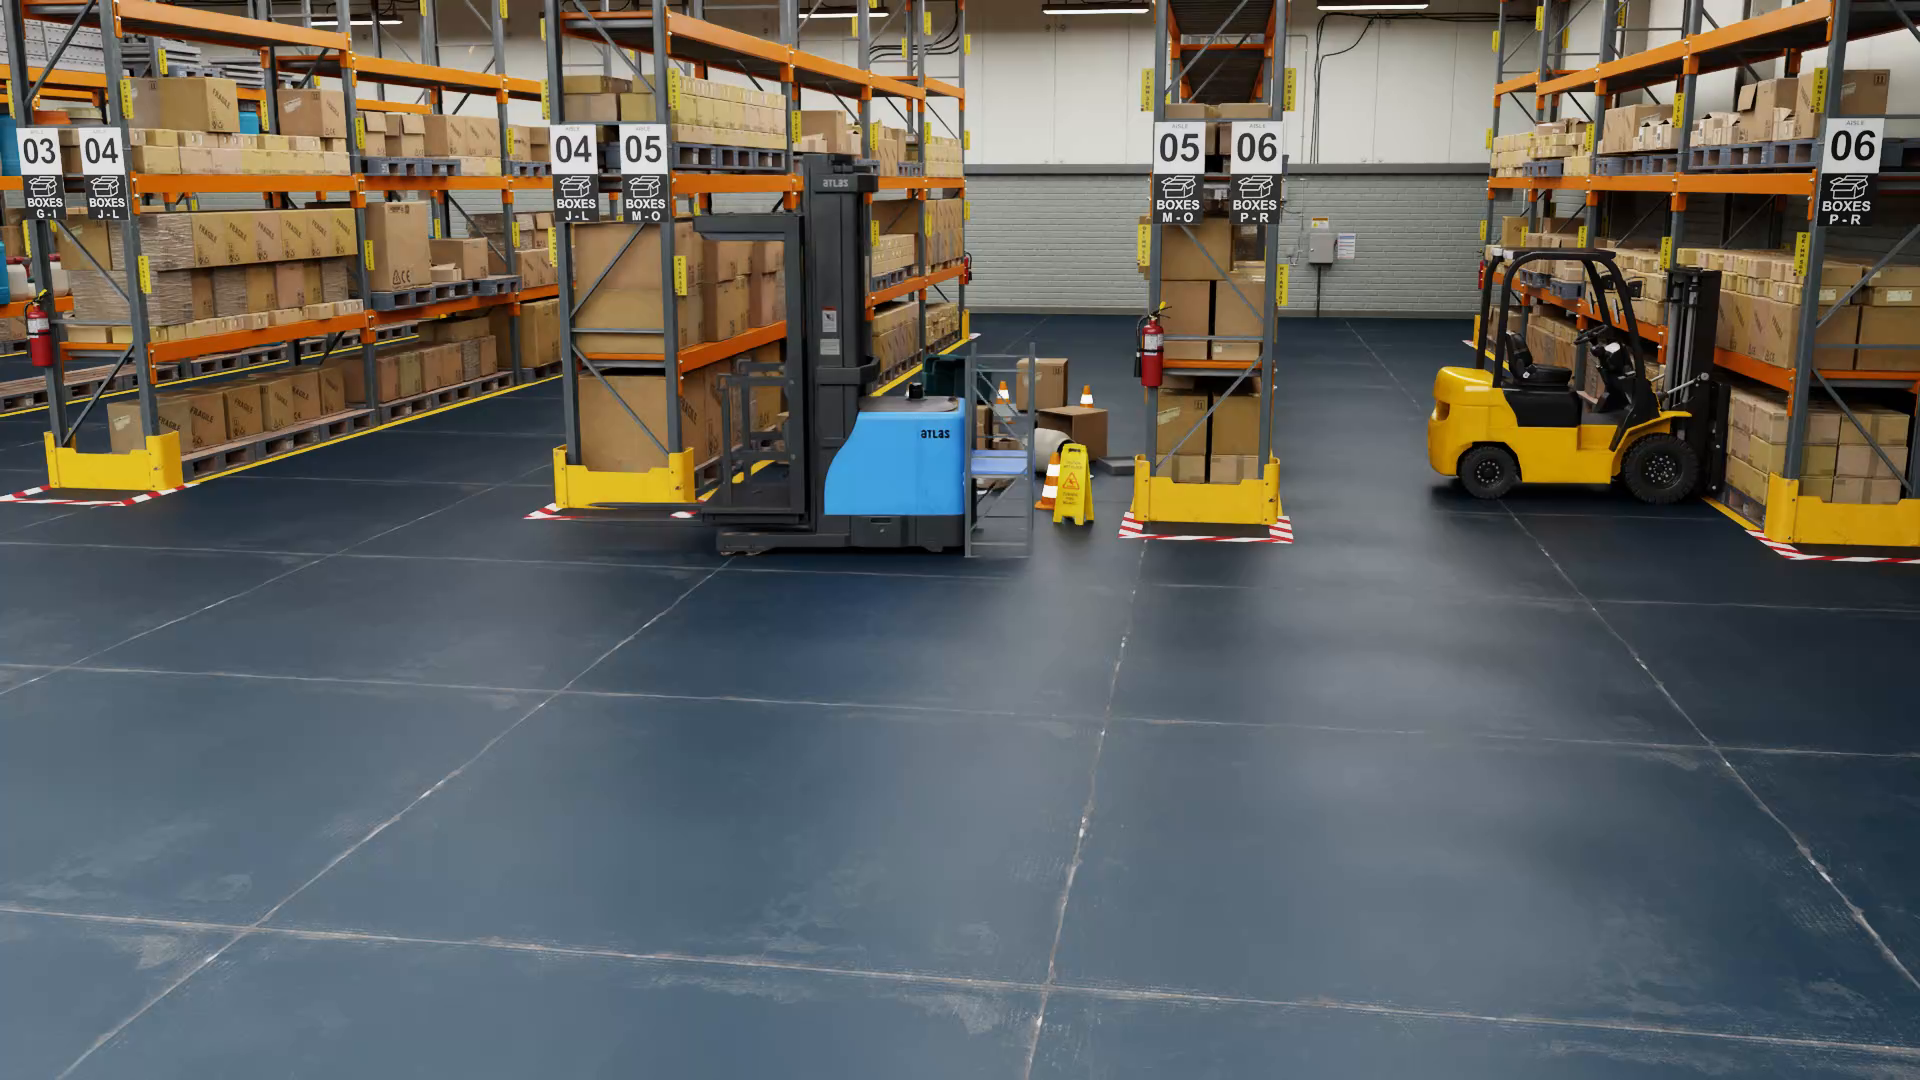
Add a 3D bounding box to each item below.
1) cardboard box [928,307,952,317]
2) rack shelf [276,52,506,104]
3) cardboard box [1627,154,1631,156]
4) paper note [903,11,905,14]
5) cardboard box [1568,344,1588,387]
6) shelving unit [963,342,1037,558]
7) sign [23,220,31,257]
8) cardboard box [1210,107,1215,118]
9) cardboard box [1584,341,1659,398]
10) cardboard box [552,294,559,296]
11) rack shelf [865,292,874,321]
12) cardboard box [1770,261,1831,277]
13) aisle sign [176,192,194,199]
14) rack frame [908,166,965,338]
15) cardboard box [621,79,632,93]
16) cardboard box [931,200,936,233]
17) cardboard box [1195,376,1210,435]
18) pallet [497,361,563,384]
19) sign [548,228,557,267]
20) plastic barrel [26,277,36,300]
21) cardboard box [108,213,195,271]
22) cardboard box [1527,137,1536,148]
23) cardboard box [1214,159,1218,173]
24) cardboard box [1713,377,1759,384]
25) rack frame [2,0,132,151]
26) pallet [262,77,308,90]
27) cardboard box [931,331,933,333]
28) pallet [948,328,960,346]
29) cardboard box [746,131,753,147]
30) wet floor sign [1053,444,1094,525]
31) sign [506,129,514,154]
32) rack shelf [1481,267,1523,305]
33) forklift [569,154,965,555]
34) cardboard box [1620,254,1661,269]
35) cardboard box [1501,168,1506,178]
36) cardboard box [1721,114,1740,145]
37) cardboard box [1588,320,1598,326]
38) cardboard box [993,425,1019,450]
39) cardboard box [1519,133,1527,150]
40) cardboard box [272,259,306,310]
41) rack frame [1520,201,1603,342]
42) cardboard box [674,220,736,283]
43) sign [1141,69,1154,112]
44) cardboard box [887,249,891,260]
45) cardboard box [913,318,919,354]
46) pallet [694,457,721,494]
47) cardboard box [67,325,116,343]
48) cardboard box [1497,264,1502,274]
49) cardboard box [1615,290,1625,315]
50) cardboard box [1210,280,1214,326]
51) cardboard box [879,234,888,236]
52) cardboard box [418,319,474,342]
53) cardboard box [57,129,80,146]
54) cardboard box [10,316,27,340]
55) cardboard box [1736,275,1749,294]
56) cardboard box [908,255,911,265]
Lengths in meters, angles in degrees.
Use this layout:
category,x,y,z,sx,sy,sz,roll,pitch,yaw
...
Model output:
category,x,y,z,sx,sy,sz,roll,pitch,yaw
cardboard box,-0.351,-3.863,28.156,0.380,0.149,0.250,2,12,11
rack shelf,-6.845,-5.582,20.194,1.077,0.370,4.000,2,12,9
cardboard box,8.508,-4.840,20.621,0.380,0.149,0.250,2,12,8
paper note,-0.959,-9.031,28.478,0.001,0.032,0.123,2,12,9
cardboard box,8.013,-2.210,21.067,0.500,0.500,0.500,2,12,10
shelving unit,0.315,-0.710,12.729,0.538,1.500,1.048,1,12,3
sign,-8.313,-2.691,14.860,0.100,0.325,0.005,2,12,9
cardboard box,1.974,-3.597,14.150,0.380,0.149,0.250,2,12,9
cardboard box,8.051,-2.047,20.013,0.875,0.625,0.625,2,12,10
cardboard box,-6.137,-3.293,25.199,1.225,0.875,0.875,1,12,7
rack shelf,-1.959,-2.664,19.940,1.077,0.370,4.000,2,12,9
cardboard box,6.909,-2.217,13.676,0.380,0.149,0.250,2,12,9
aisle sign,-14.781,-6.875,31.606,0.394,0.787,0.004,2,12,9
rack frame,-0.421,-5.097,29.524,1.000,3.000,0.127,2,12,9
cardboard box,-3.086,-3.940,14.505,0.380,0.149,0.250,2,12,10
cardboard box,-0.662,-5.142,26.415,0.500,0.500,0.500,2,12,7
cardboard box,2.052,-1.243,15.393,0.500,0.500,0.500,2,12,7
pallet,-6.341,-2.412,23.684,1.003,0.211,1.213,2,12,9
sign,-3.416,-2.469,14.017,0.100,0.325,0.005,2,12,9
plastic barrel,-11.691,-3.144,20.791,0.301,0.262,0.301,0,12,0
cardboard box,-7.414,-2.737,15.255,0.500,0.500,0.500,2,12,9
cardboard box,8.296,-5.660,23.672,0.380,0.149,0.250,2,12,10
cardboard box,2.325,-3.638,16.232,0.380,0.149,0.250,2,12,9
cardboard box,7.007,-1.349,15.289,0.500,0.250,0.500,2,12,11
rack frame,-7.767,-4.881,14.280,1.000,3.000,0.127,2,12,9
pallet,-10.913,-7.078,25.874,1.003,0.211,1.213,2,12,9
cardboard box,-0.646,-3.305,26.977,0.380,0.149,0.250,2,12,7
pallet,-0.593,-3.550,28.965,1.003,0.211,1.213,2,12,9
cardboard box,-2.201,-3.845,15.958,0.380,0.149,0.250,2,12,8
wet floor sign,0.938,-0.471,13.648,0.267,0.644,0.232,7,14,28
sign,-6.001,-5.314,22.186,0.100,0.325,0.005,2,12,9
rack shelf,9.083,-4.029,26.278,1.077,0.370,4.000,2,12,9
forklift,-1.452,-1.428,12.664,3.031,2.935,1.130,0,12,1
cardboard box,7.510,-3.068,18.334,0.380,0.149,0.250,2,12,7
cardboard box,8.868,-5.871,26.590,0.380,0.149,0.250,2,12,8
cardboard box,7.017,-3.655,14.799,0.396,0.266,0.258,2,12,7
cardboard box,8.831,-2.964,23.022,0.380,0.149,0.250,2,12,10
cardboard box,0.394,-1.023,17.110,0.258,0.266,0.396,-7,14,-30
cardboard box,8.685,-5.966,24.902,0.500,0.250,0.500,2,12,8
cardboard box,-7.372,-2.673,17.333,0.875,0.500,0.500,2,12,9
rack frame,8.775,-3.965,24.271,1.000,3.000,0.127,2,12,9
cardboard box,-2.573,-2.673,15.358,0.875,0.550,0.550,2,12,9
sign,1.479,-3.548,13.116,0.100,0.325,0.005,2,12,9
cardboard box,-1.182,-4.022,23.428,0.380,0.149,0.250,2,12,8
cardboard box,-0.901,-3.085,25.126,0.500,0.500,0.500,2,12,8
pallet,-2.836,-0.572,15.147,1.003,0.211,1.213,2,12,9
cardboard box,-7.928,-1.891,15.245,0.380,0.149,0.250,2,12,9
cardboard box,8.822,-4.349,26.648,0.380,0.149,0.250,2,12,7
cardboard box,7.614,-2.654,18.547,0.500,0.250,0.500,2,12,10
cardboard box,2.094,-2.256,15.399,0.500,0.500,0.500,2,12,9
cardboard box,-1.241,-4.568,26.128,0.500,0.500,0.500,2,12,9
cardboard box,-6.682,-2.722,21.612,0.500,0.250,0.500,3,13,15
cardboard box,-8.033,-3.604,14.885,0.380,0.149,0.250,2,12,9
cardboard box,-15.587,-3.546,27.217,0.500,0.500,0.500,2,12,9
cardboard box,6.879,-2.182,14.221,0.380,0.149,0.250,2,12,9
cardboard box,-0.941,-4.203,24.978,0.380,0.149,0.250,2,12,9
